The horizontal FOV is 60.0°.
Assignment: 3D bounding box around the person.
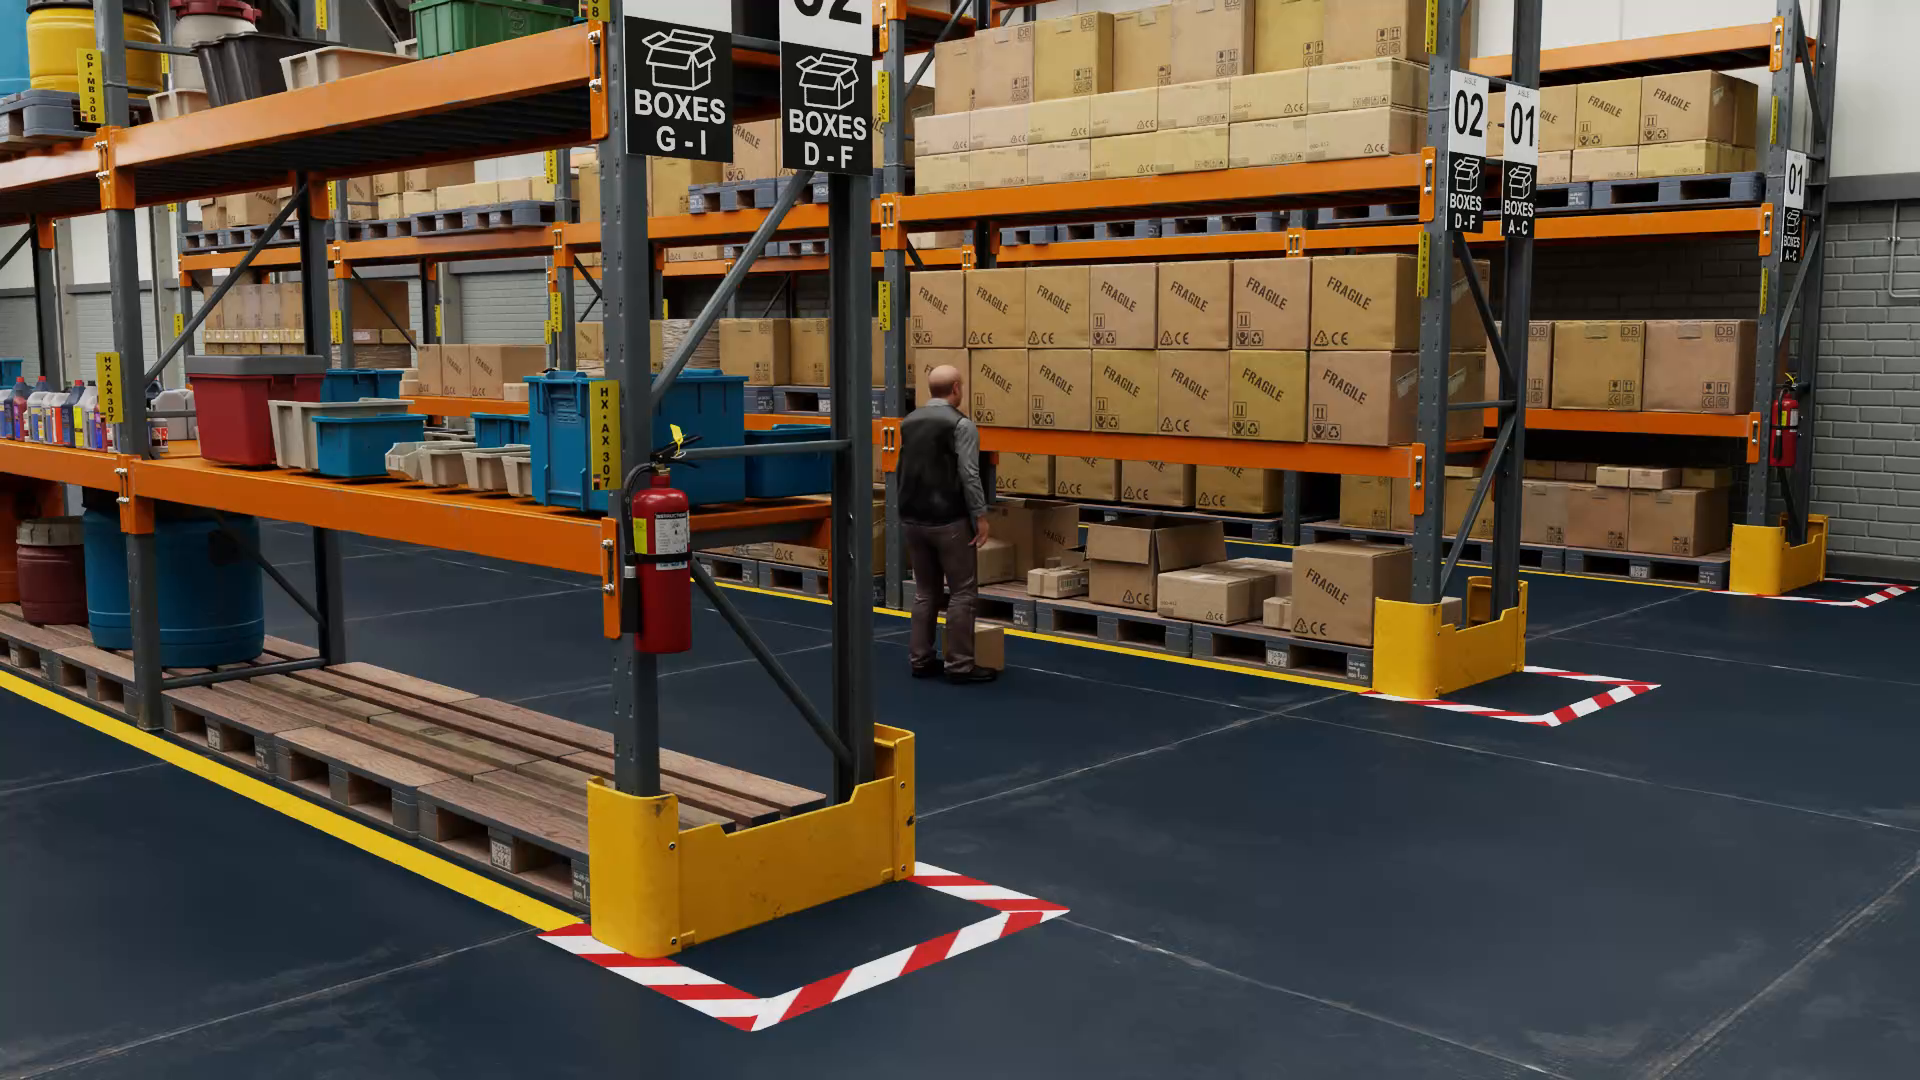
[{"bbox_3d":[-0.118,-0.093,9.107,0.589,1.722,0.409,6,9,41],"label":"person"}]
